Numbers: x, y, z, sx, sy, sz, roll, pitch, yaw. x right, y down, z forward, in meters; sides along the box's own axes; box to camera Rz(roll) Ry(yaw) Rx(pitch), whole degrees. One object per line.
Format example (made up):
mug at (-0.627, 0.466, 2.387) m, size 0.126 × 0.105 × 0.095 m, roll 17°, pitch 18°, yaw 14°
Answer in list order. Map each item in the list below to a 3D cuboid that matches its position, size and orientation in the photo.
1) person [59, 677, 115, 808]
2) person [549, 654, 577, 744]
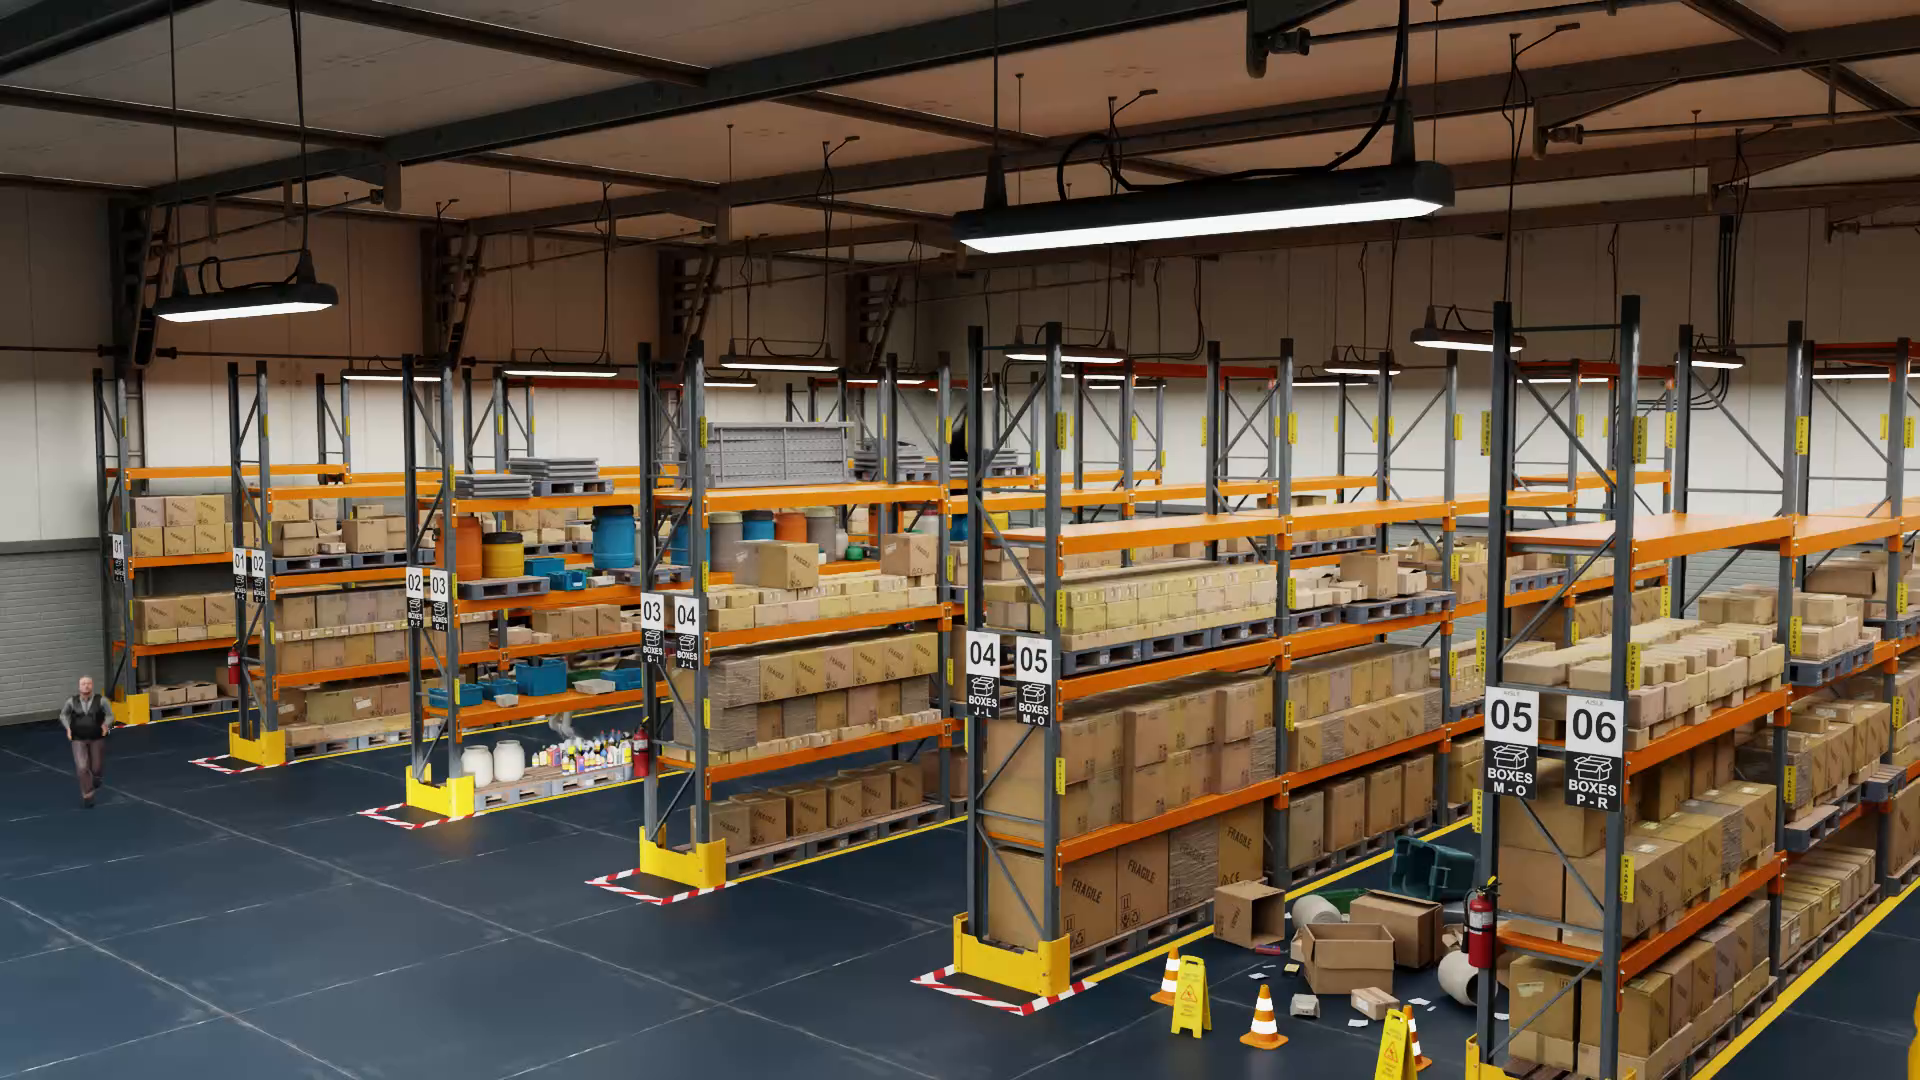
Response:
person at (-11.709, 2.690, 22.329) m, size 0.662 × 1.709 × 0.810 m, roll -2°, pitch 5°, yaw -26°
person at (-6.043, 2.522, 25.397) m, size 0.548 × 1.561 × 0.505 m, roll 2°, pitch 5°, yaw 29°
